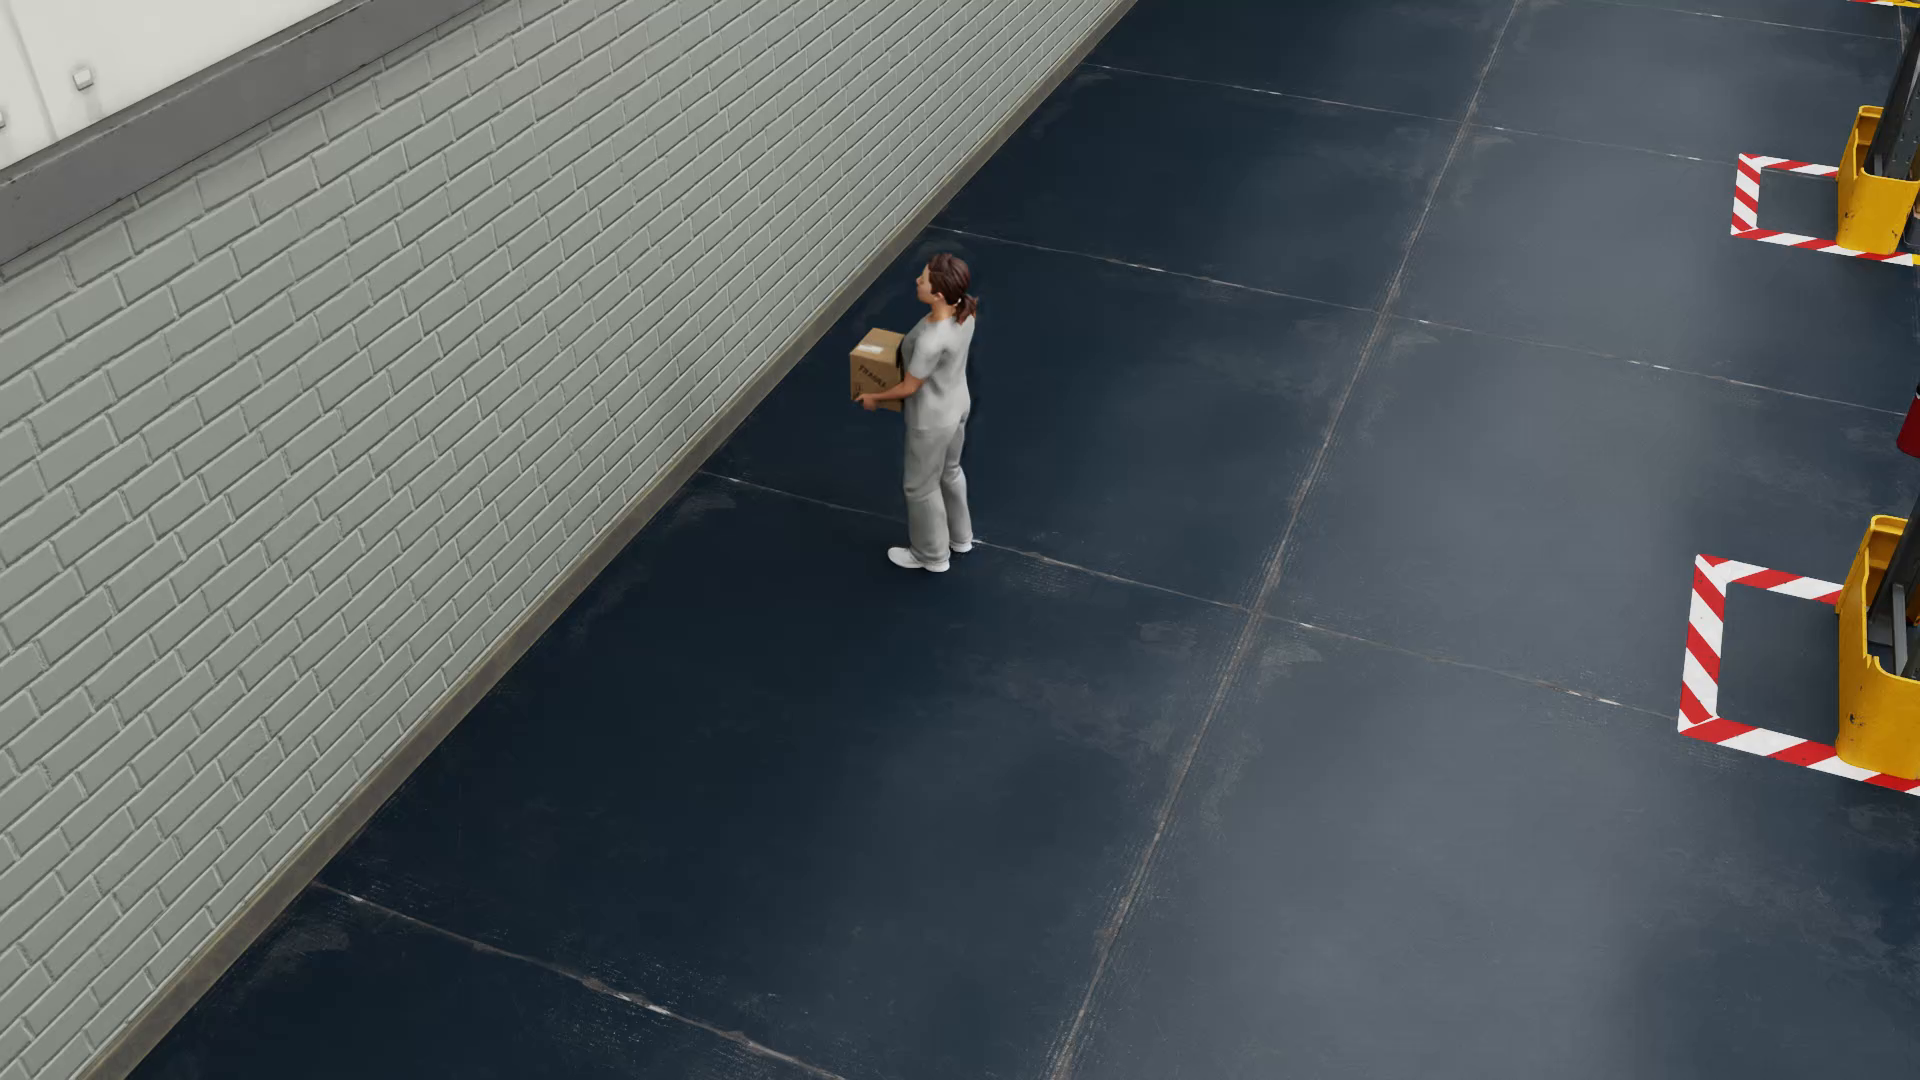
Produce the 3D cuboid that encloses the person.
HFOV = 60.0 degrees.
[{"bbox_3d":[-0.176,-0.572,7.565,0.548,1.669,0.443,13,40,17],"label":"person"}]
